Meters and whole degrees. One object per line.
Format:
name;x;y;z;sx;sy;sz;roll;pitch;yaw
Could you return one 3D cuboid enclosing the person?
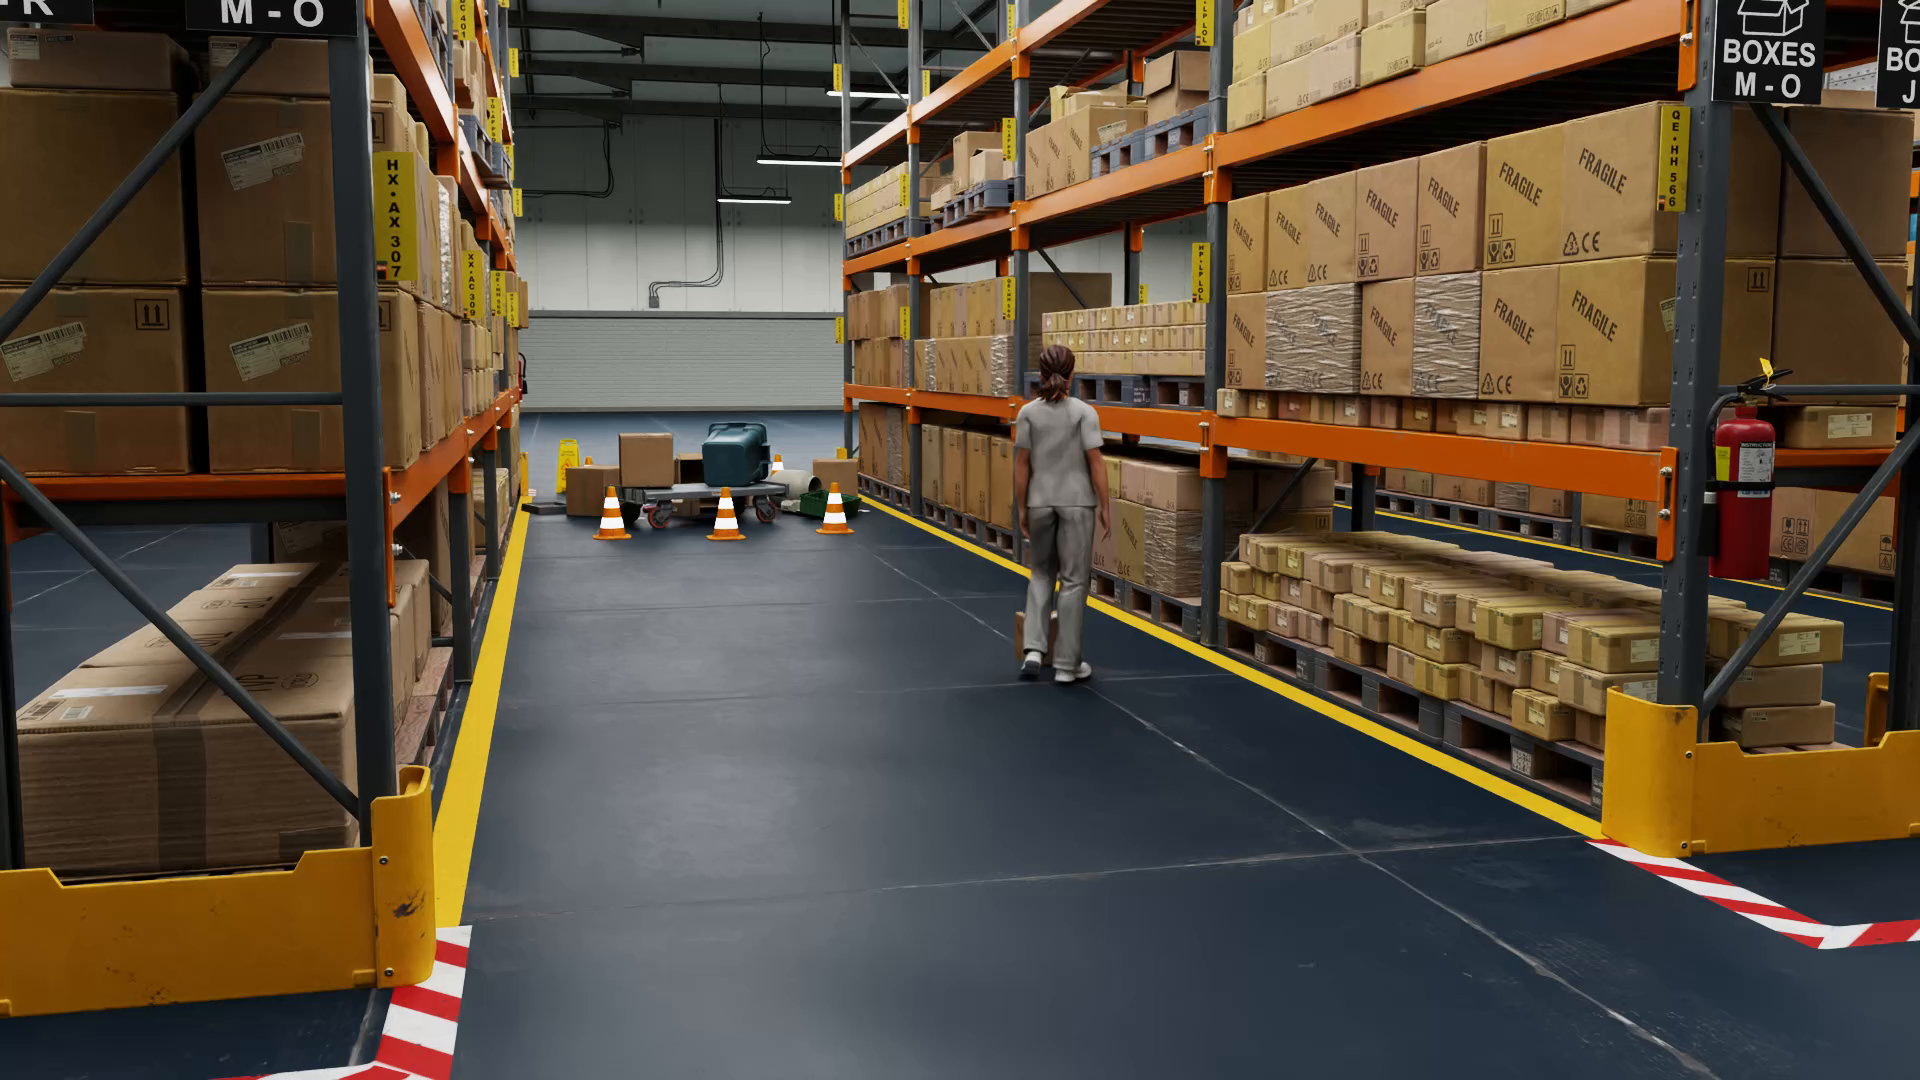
person;0.514;-0.123;8.294;0.486;1.695;0.424;2;7;21
